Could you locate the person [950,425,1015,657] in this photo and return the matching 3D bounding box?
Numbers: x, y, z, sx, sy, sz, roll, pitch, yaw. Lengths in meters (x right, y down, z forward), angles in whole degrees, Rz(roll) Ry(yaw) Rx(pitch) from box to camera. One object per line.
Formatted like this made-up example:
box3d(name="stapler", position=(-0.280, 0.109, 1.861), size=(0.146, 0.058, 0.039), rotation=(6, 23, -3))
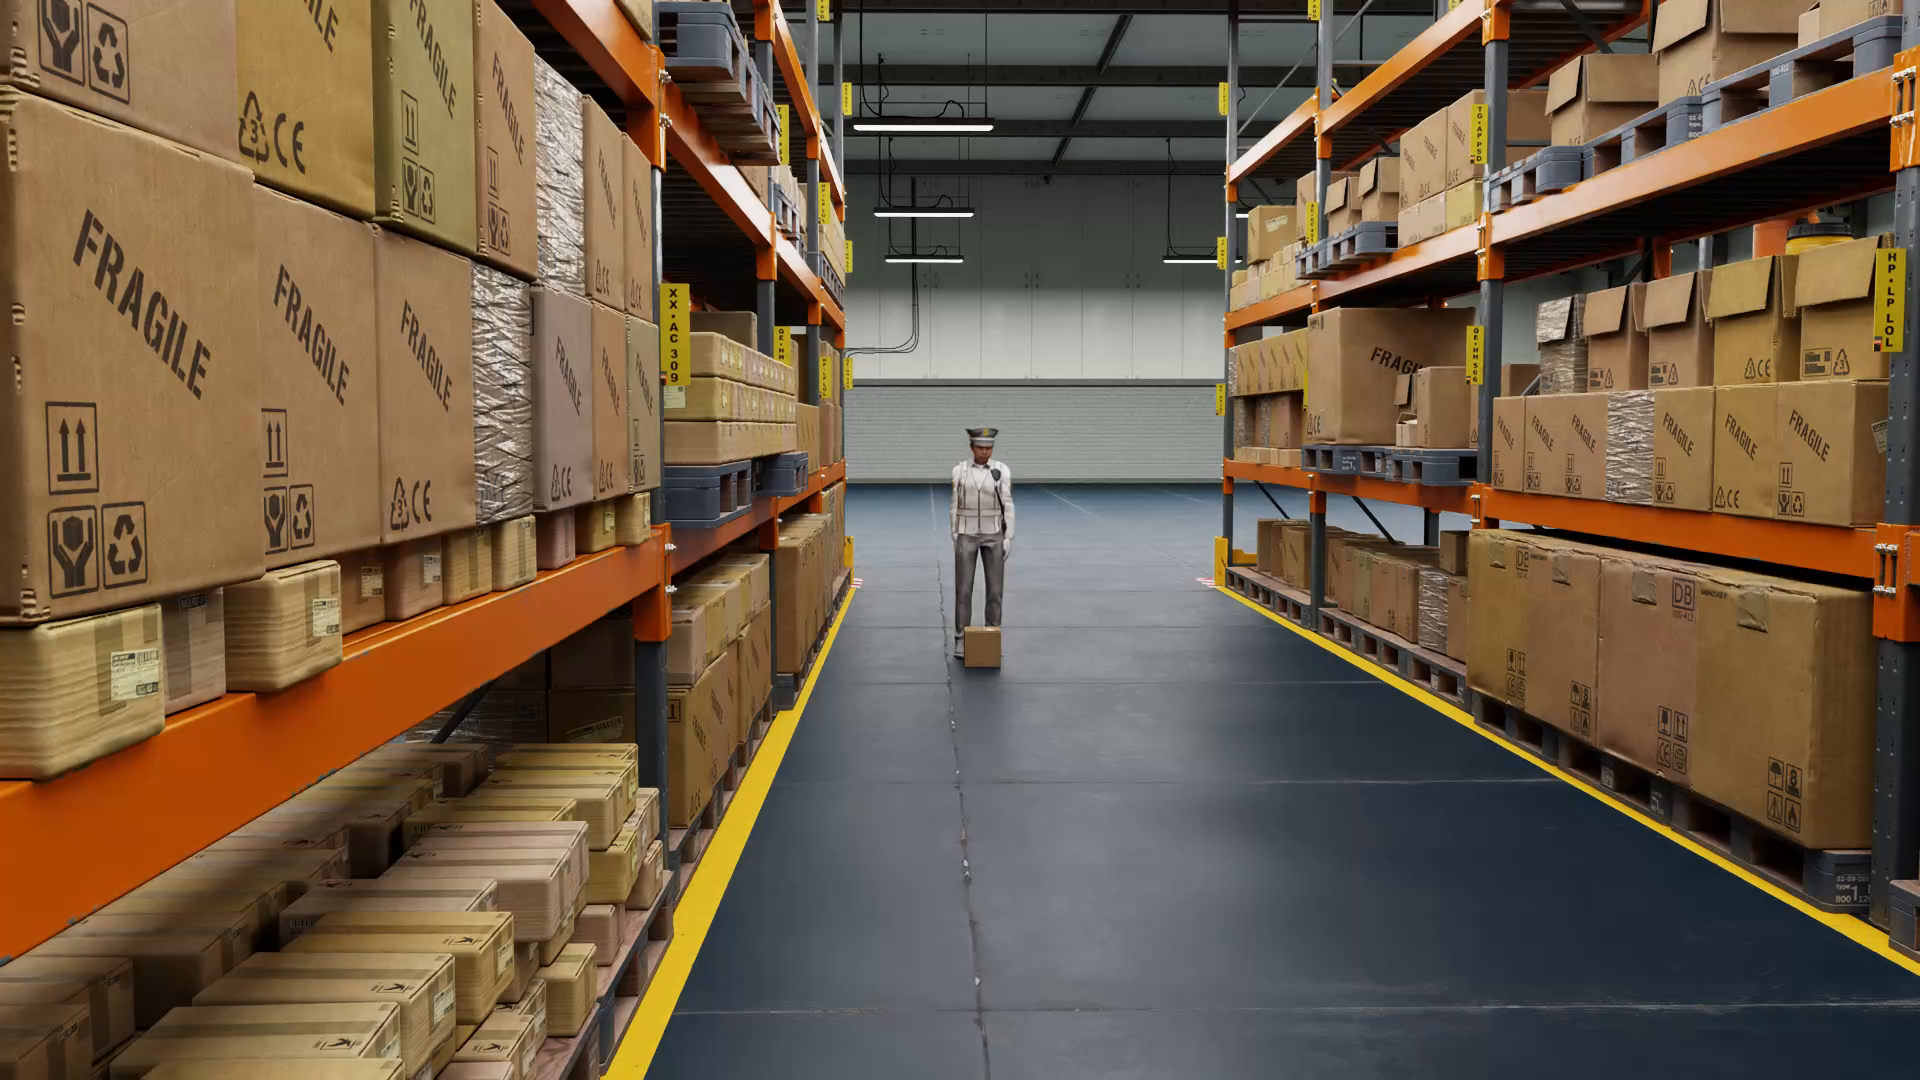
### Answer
box3d(name="person", position=(0.160, 0.008, 11.930), size=(0.470, 1.663, 0.327), rotation=(0, 4, 0))
